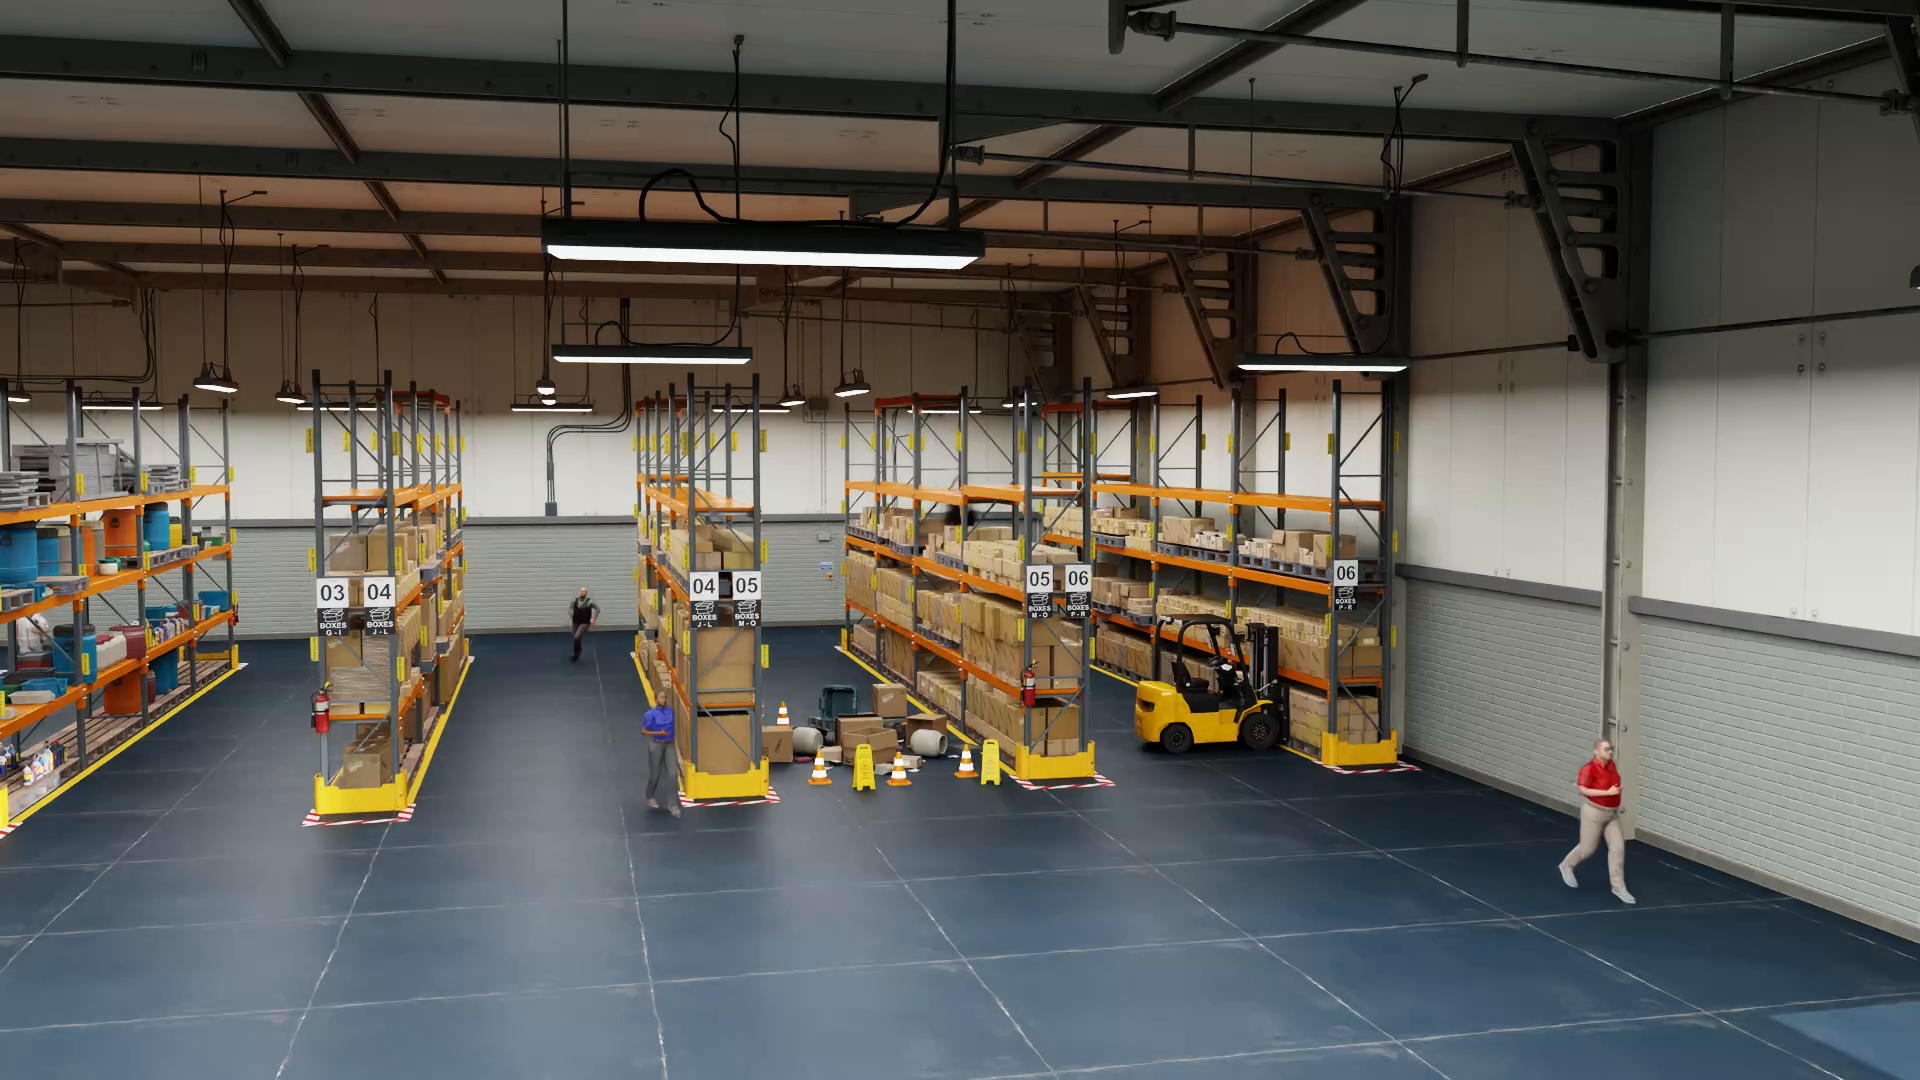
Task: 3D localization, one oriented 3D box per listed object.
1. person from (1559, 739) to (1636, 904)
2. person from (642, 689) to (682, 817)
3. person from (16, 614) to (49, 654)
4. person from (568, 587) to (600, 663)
[{"bbox_3d":[7.052,3.056,18.365,0.690,1.739,0.944,-2,4,-27],"label":"person"},{"bbox_3d":[-4.045,2.867,22.561,0.584,1.689,0.751,-2,4,-37],"label":"person"},{"bbox_3d":[-18.916,2.133,33.870,0.661,1.770,0.991,-1,4,-22],"label":"person"},{"bbox_3d":[-8.713,1.956,38.298,0.729,1.742,0.698,1,3,17],"label":"person"}]
